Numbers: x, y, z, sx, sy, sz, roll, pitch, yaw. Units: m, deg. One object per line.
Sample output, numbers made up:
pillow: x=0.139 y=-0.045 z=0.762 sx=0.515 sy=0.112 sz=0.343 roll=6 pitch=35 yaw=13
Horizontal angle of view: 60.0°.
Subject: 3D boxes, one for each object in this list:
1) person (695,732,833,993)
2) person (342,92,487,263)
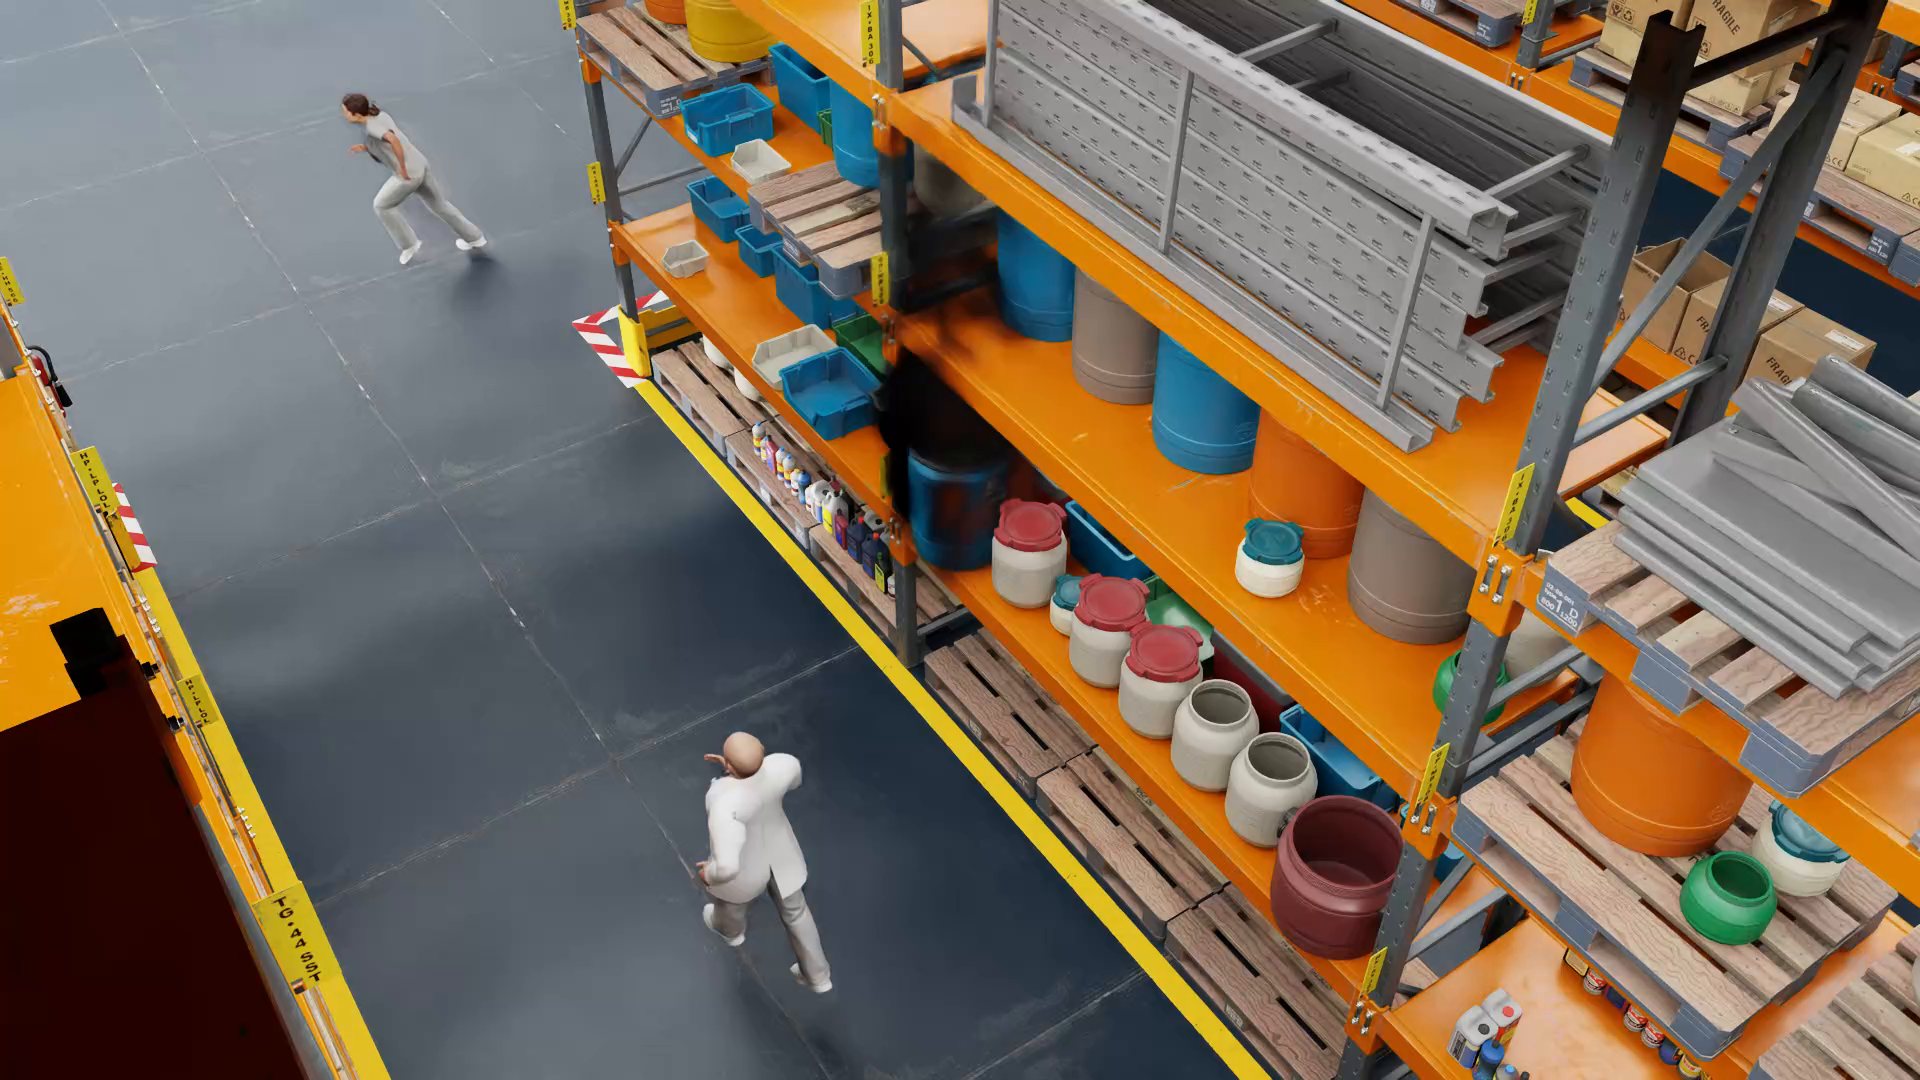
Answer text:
person: x=-1.028 y=1.567 z=8.285 sx=0.692 sy=1.815 sz=0.947 roll=-30 pitch=50 yaw=-28
person: x=-4.556 y=-2.995 z=13.885 sx=0.960 sy=1.605 sz=0.598 roll=-3 pitch=43 yaw=-4
